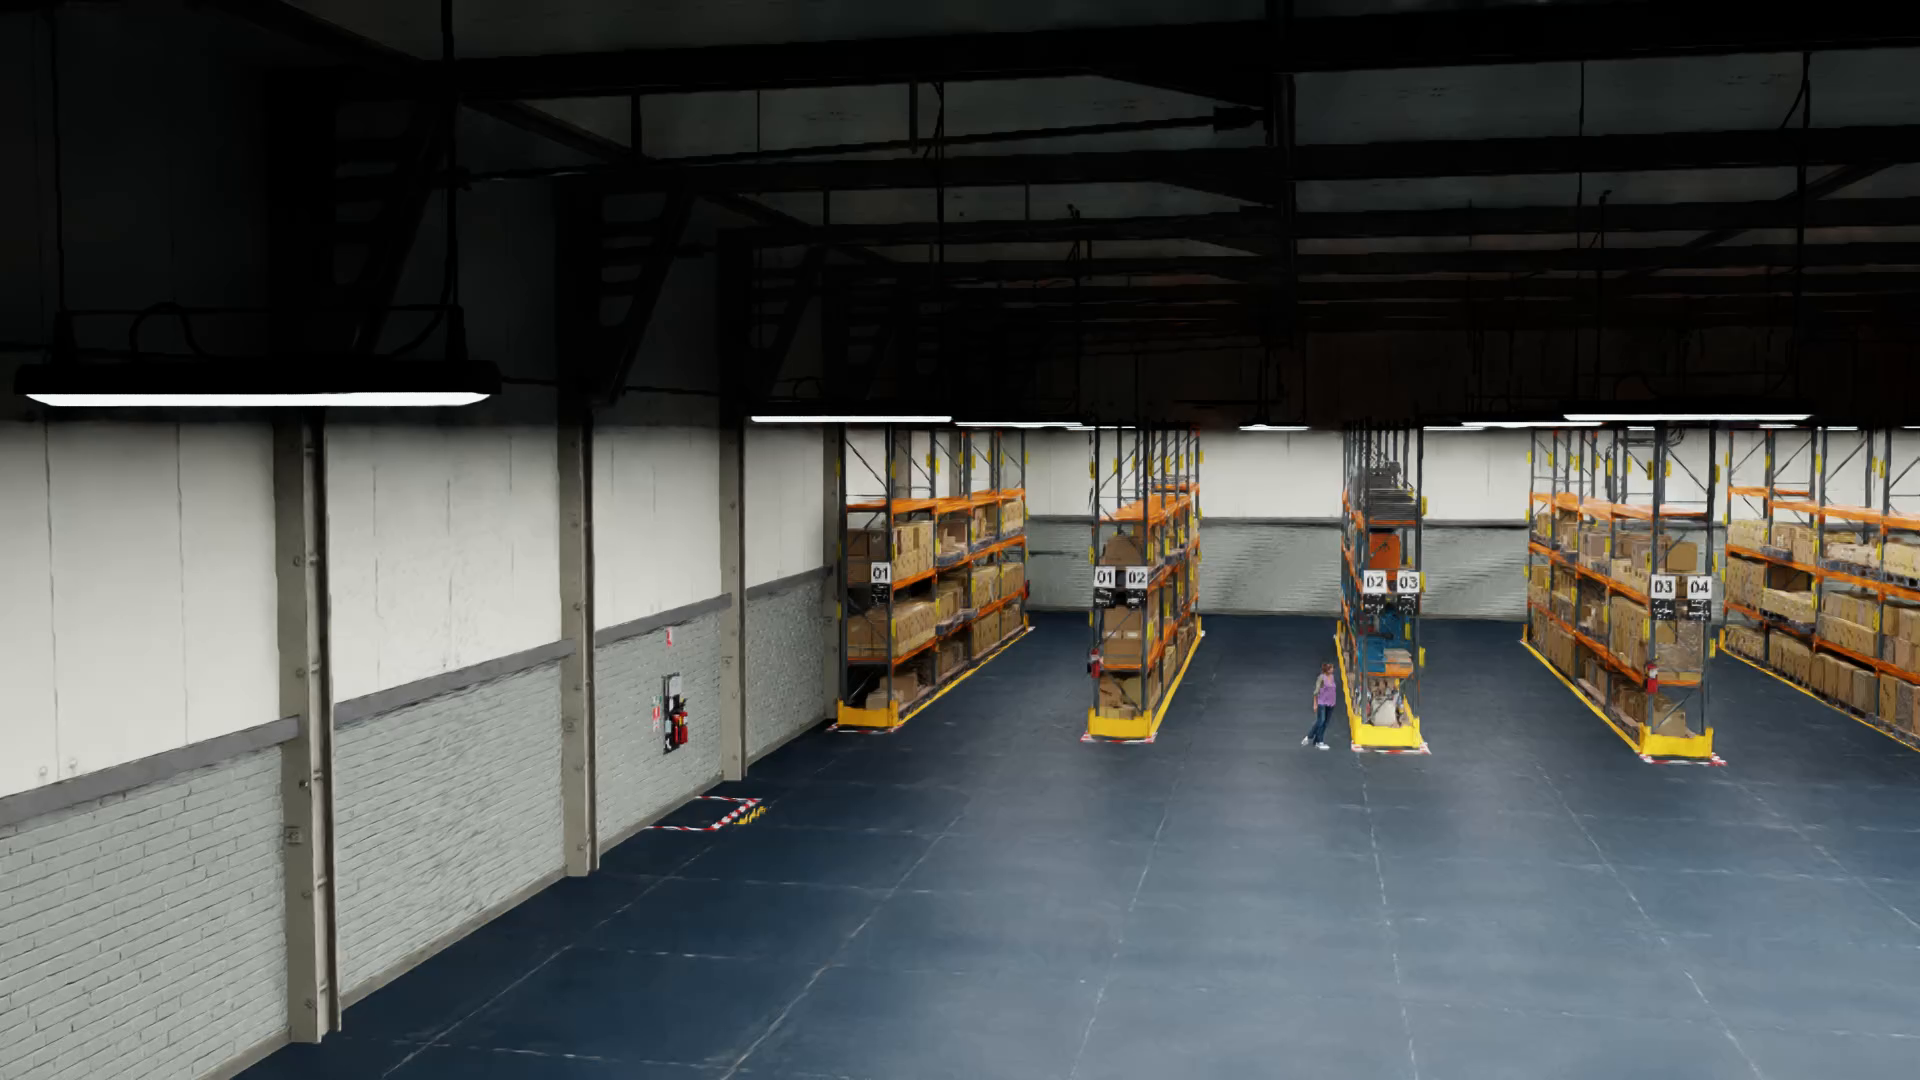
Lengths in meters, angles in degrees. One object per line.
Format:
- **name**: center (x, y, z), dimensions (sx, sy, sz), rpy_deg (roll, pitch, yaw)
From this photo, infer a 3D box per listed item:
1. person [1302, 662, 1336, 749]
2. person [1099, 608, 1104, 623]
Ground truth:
- **person**: center (6.492, 2.979, 30.008), dimensions (0.587, 1.585, 0.445), rpy_deg (-3, 5, -35)
- **person**: center (4.262, 1.647, 49.517), dimensions (0.544, 1.698, 1.106), rpy_deg (1, 4, 10)
